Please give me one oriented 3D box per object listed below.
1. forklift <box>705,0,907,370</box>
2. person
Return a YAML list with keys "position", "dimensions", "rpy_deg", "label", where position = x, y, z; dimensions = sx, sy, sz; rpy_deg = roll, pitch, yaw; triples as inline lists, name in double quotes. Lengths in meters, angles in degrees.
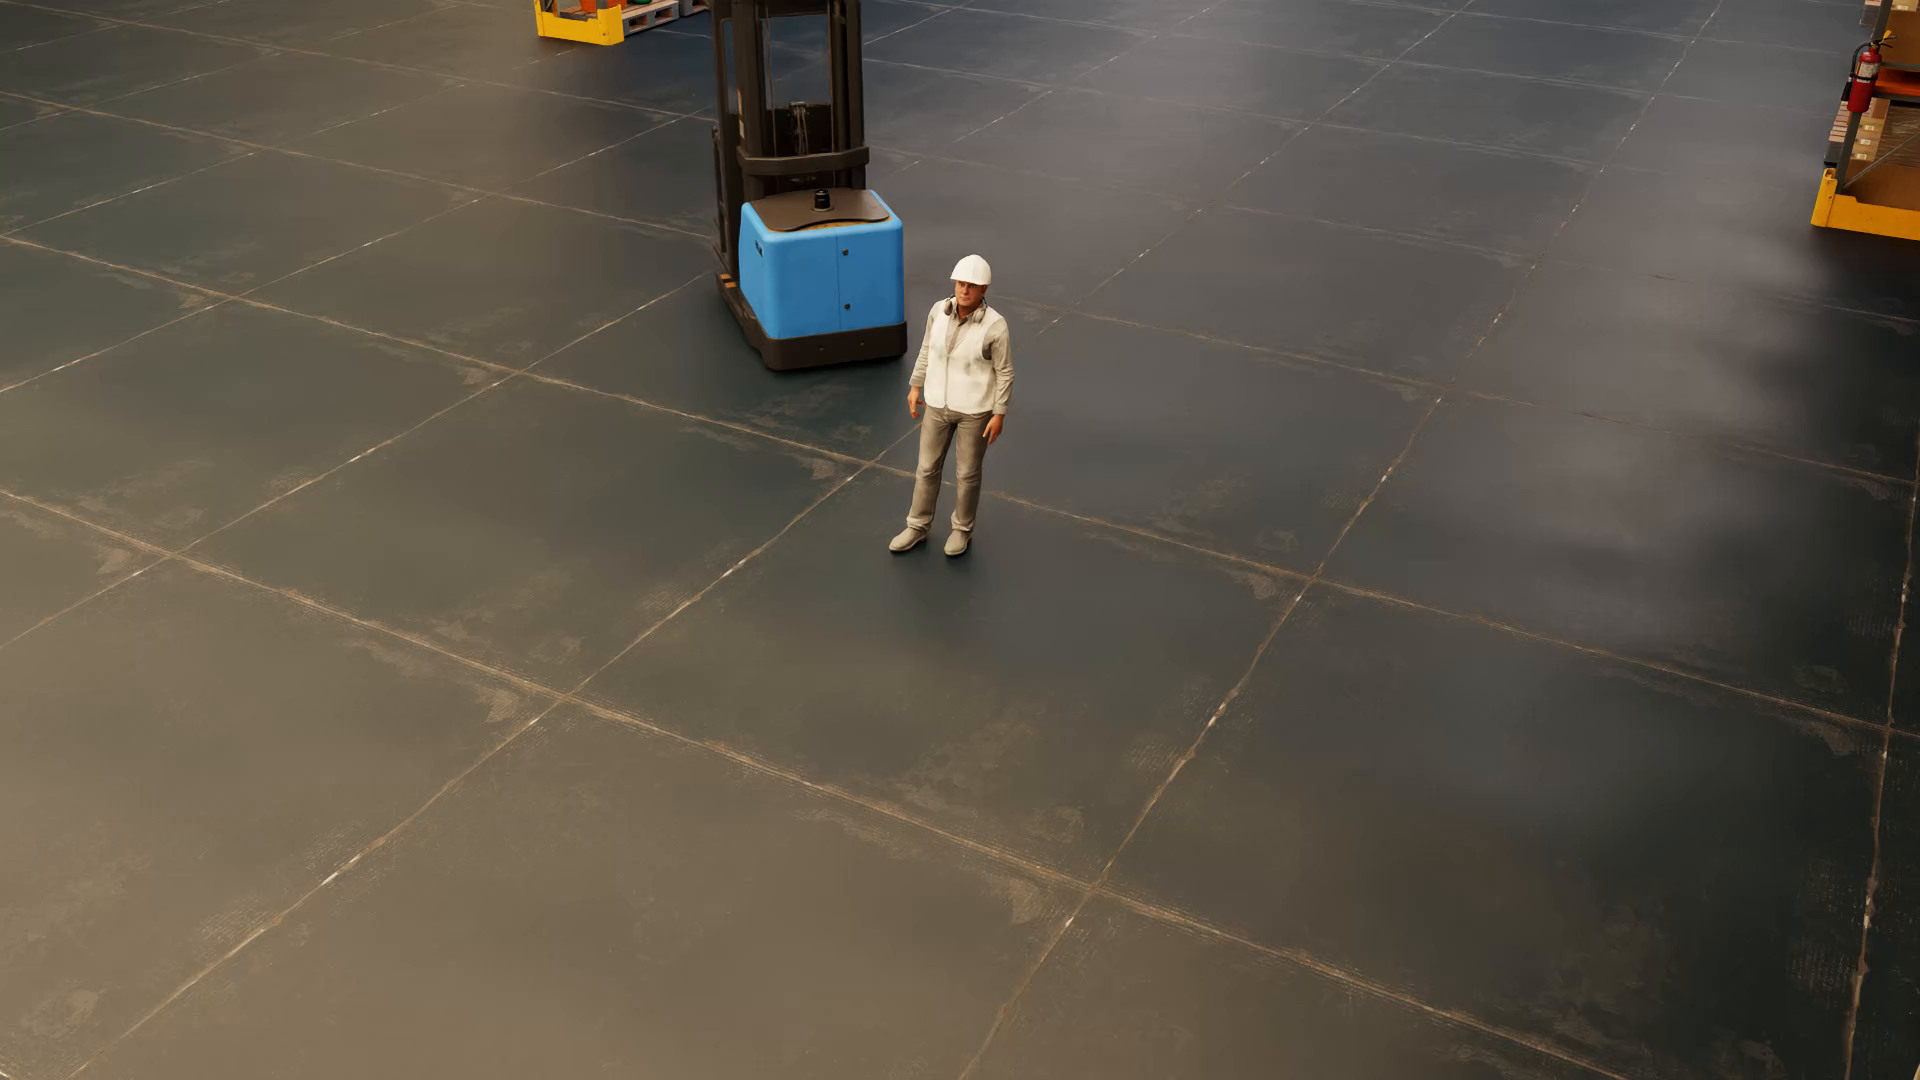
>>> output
- position: [-1.334, -3.215, 12.642]
  dimensions: [1.130, 2.935, 3.031]
  rpy_deg: [-9, 31, -16]
  label: "forklift"
- position: [-0.037, -0.750, 9.512]
  dimensions: [0.632, 1.773, 0.568]
  rpy_deg: [15, 33, 25]
  label: "person"
